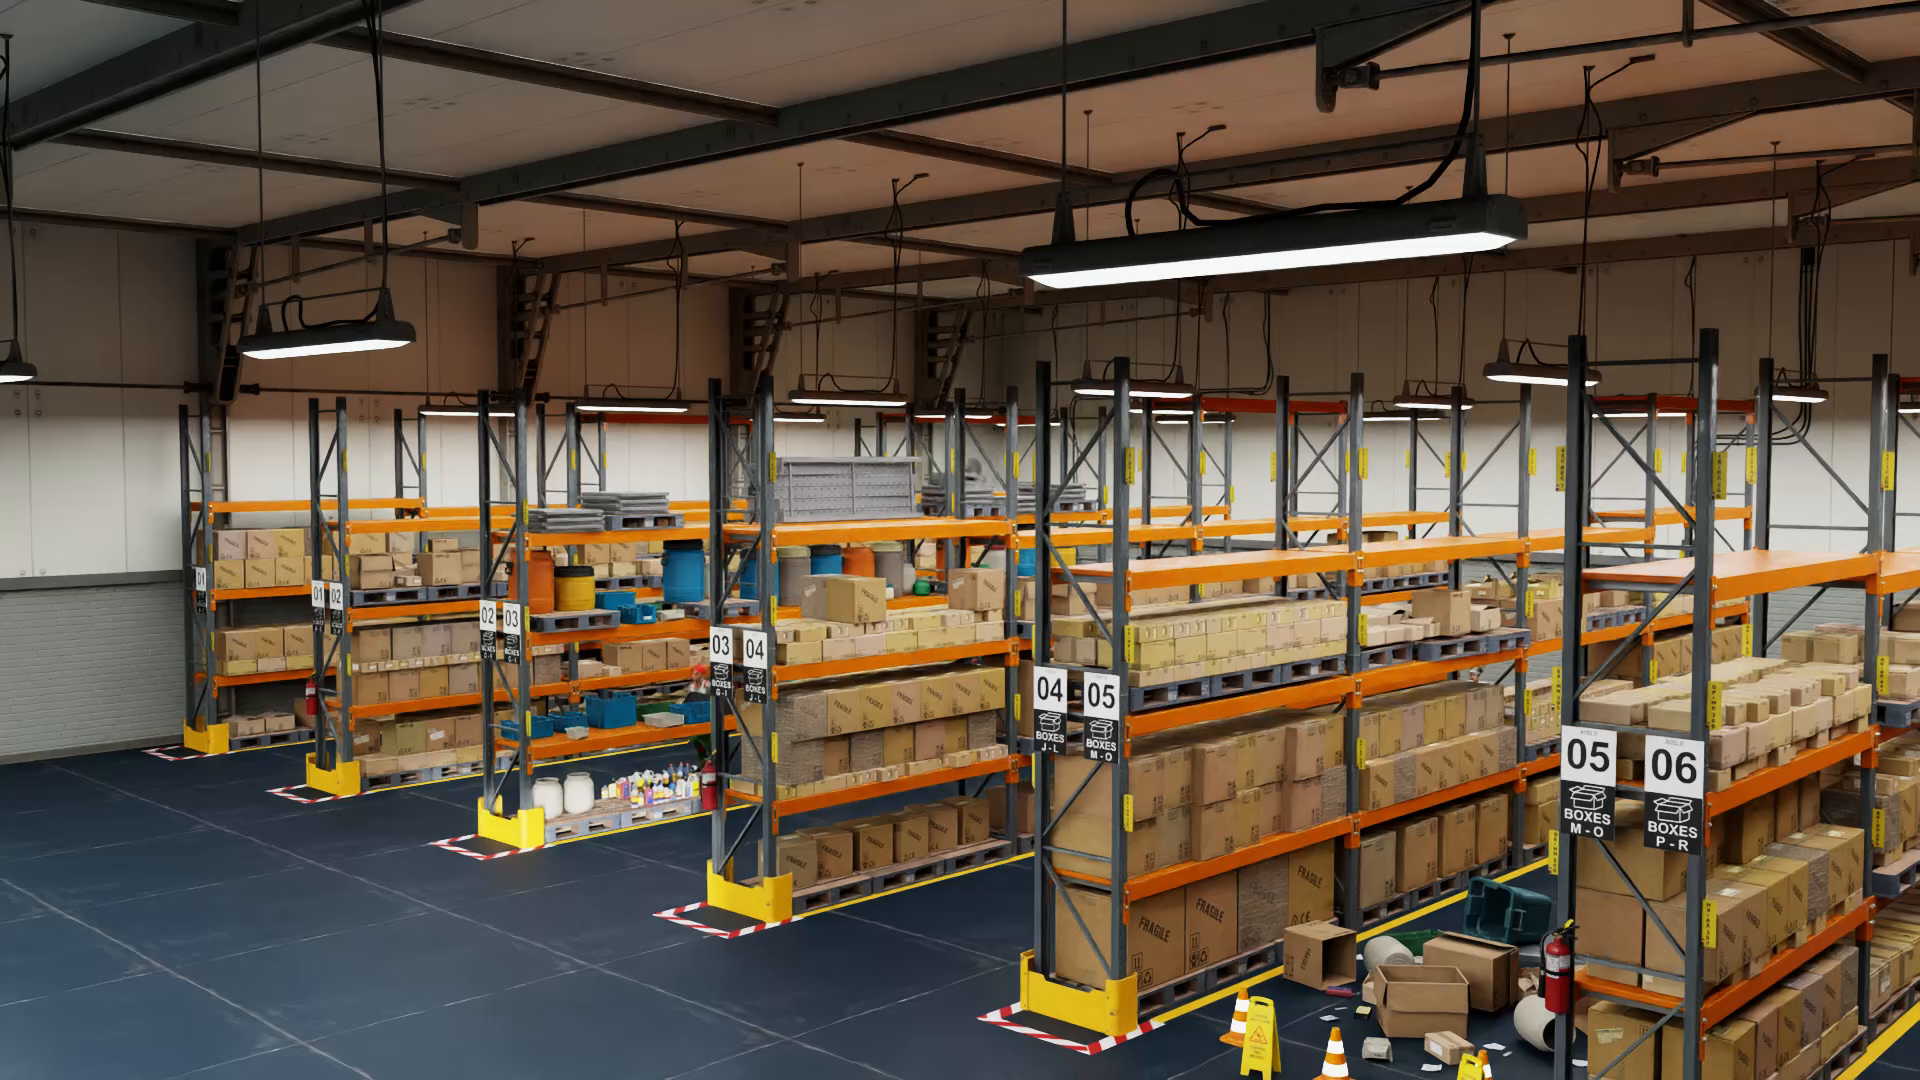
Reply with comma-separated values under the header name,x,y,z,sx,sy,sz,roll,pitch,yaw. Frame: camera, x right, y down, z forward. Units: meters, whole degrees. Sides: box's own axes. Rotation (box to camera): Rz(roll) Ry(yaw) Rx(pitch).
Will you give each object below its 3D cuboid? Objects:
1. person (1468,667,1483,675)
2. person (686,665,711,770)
name,x,y,z,sx,sy,sz,roll,pitch,yaw
person,8.539,2.901,27.532,0.334,1.666,0.746,2,4,35
person,-4.055,2.861,26.684,0.696,1.751,0.678,2,4,39
